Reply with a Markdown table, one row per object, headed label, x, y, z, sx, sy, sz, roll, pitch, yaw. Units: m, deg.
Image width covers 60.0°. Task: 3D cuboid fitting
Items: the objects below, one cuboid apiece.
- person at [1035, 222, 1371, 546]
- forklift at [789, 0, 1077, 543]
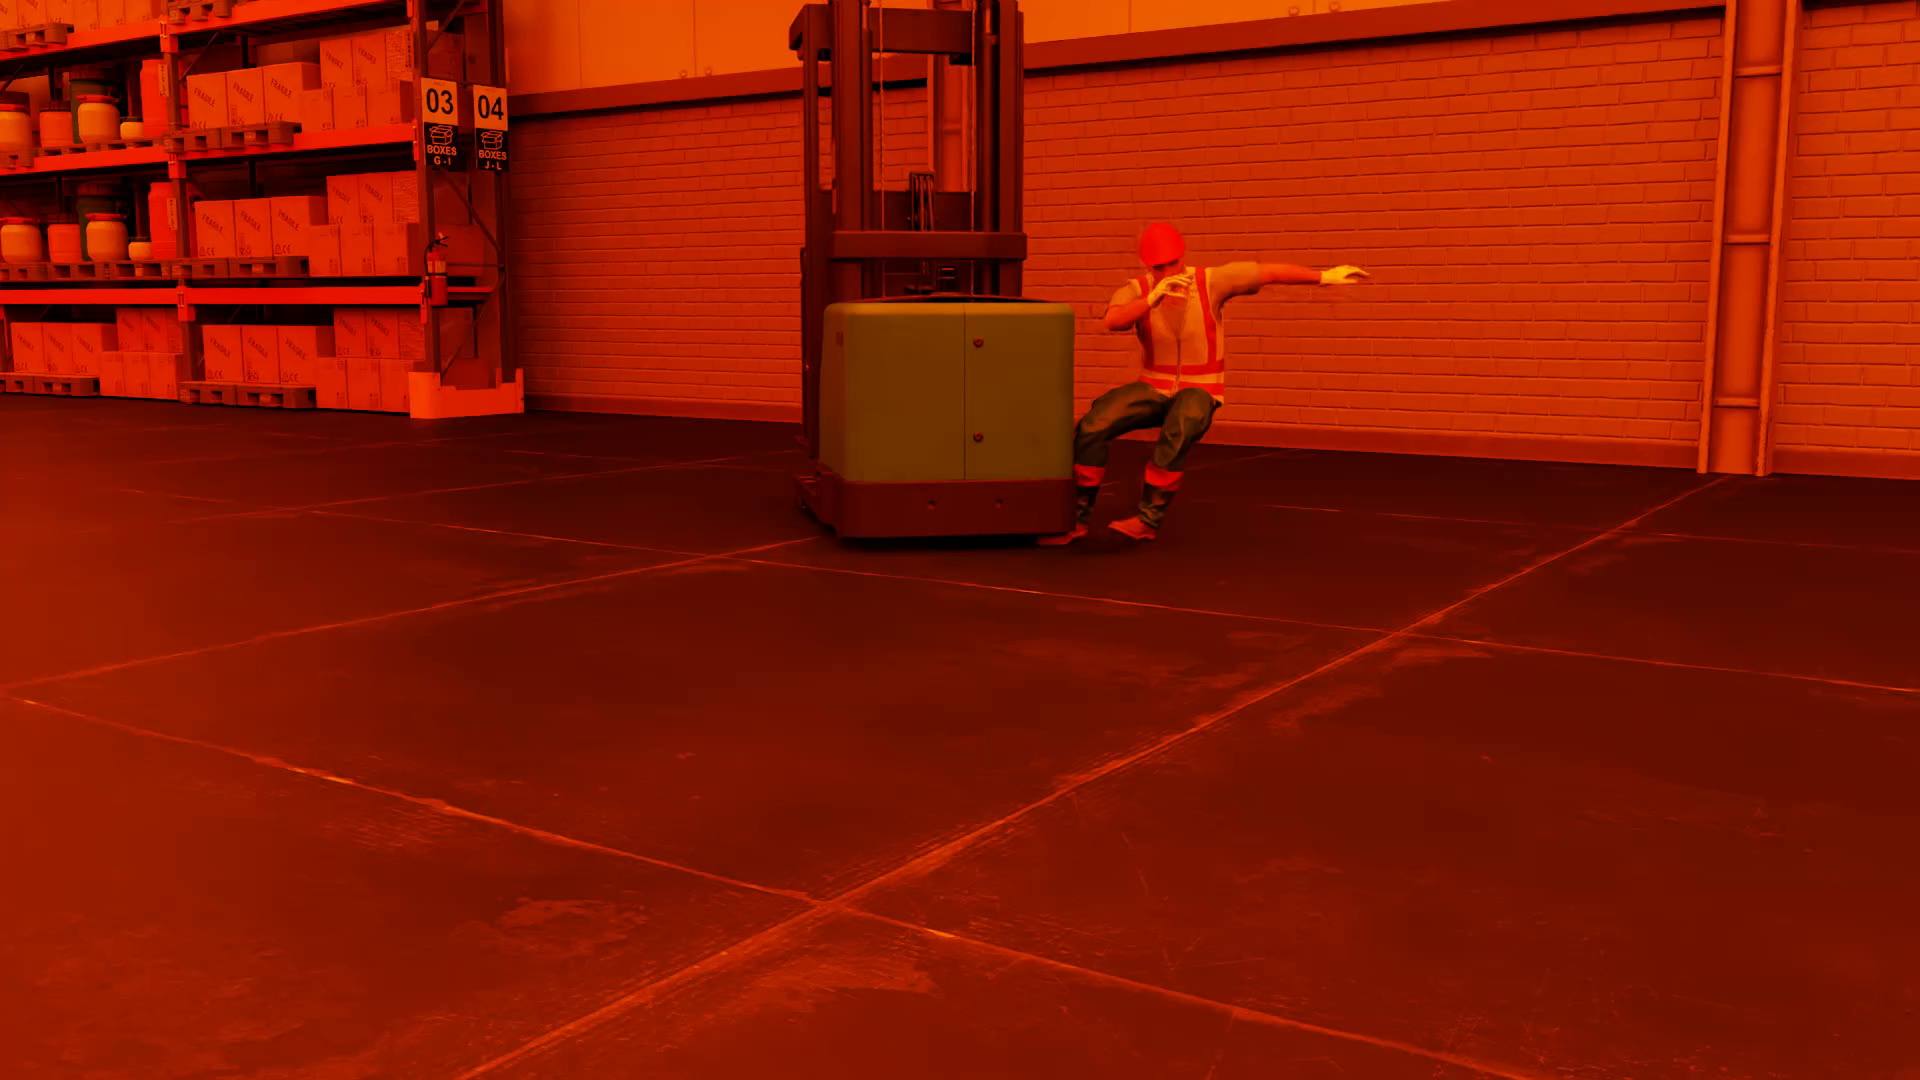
| label | x | y | z | sx | sy | sz | roll | pitch | yaw |
| --- | --- | --- | --- | --- | --- | --- | --- | --- | --- |
| person | 1.082 | -0.684 | 7.416 | 1.408 | 1.440 | 0.736 | 2 | 8 | 15 |
| forklift | -0.277 | -1.609 | 8.508 | 1.130 | 2.935 | 3.031 | -2 | 8 | -11 |
